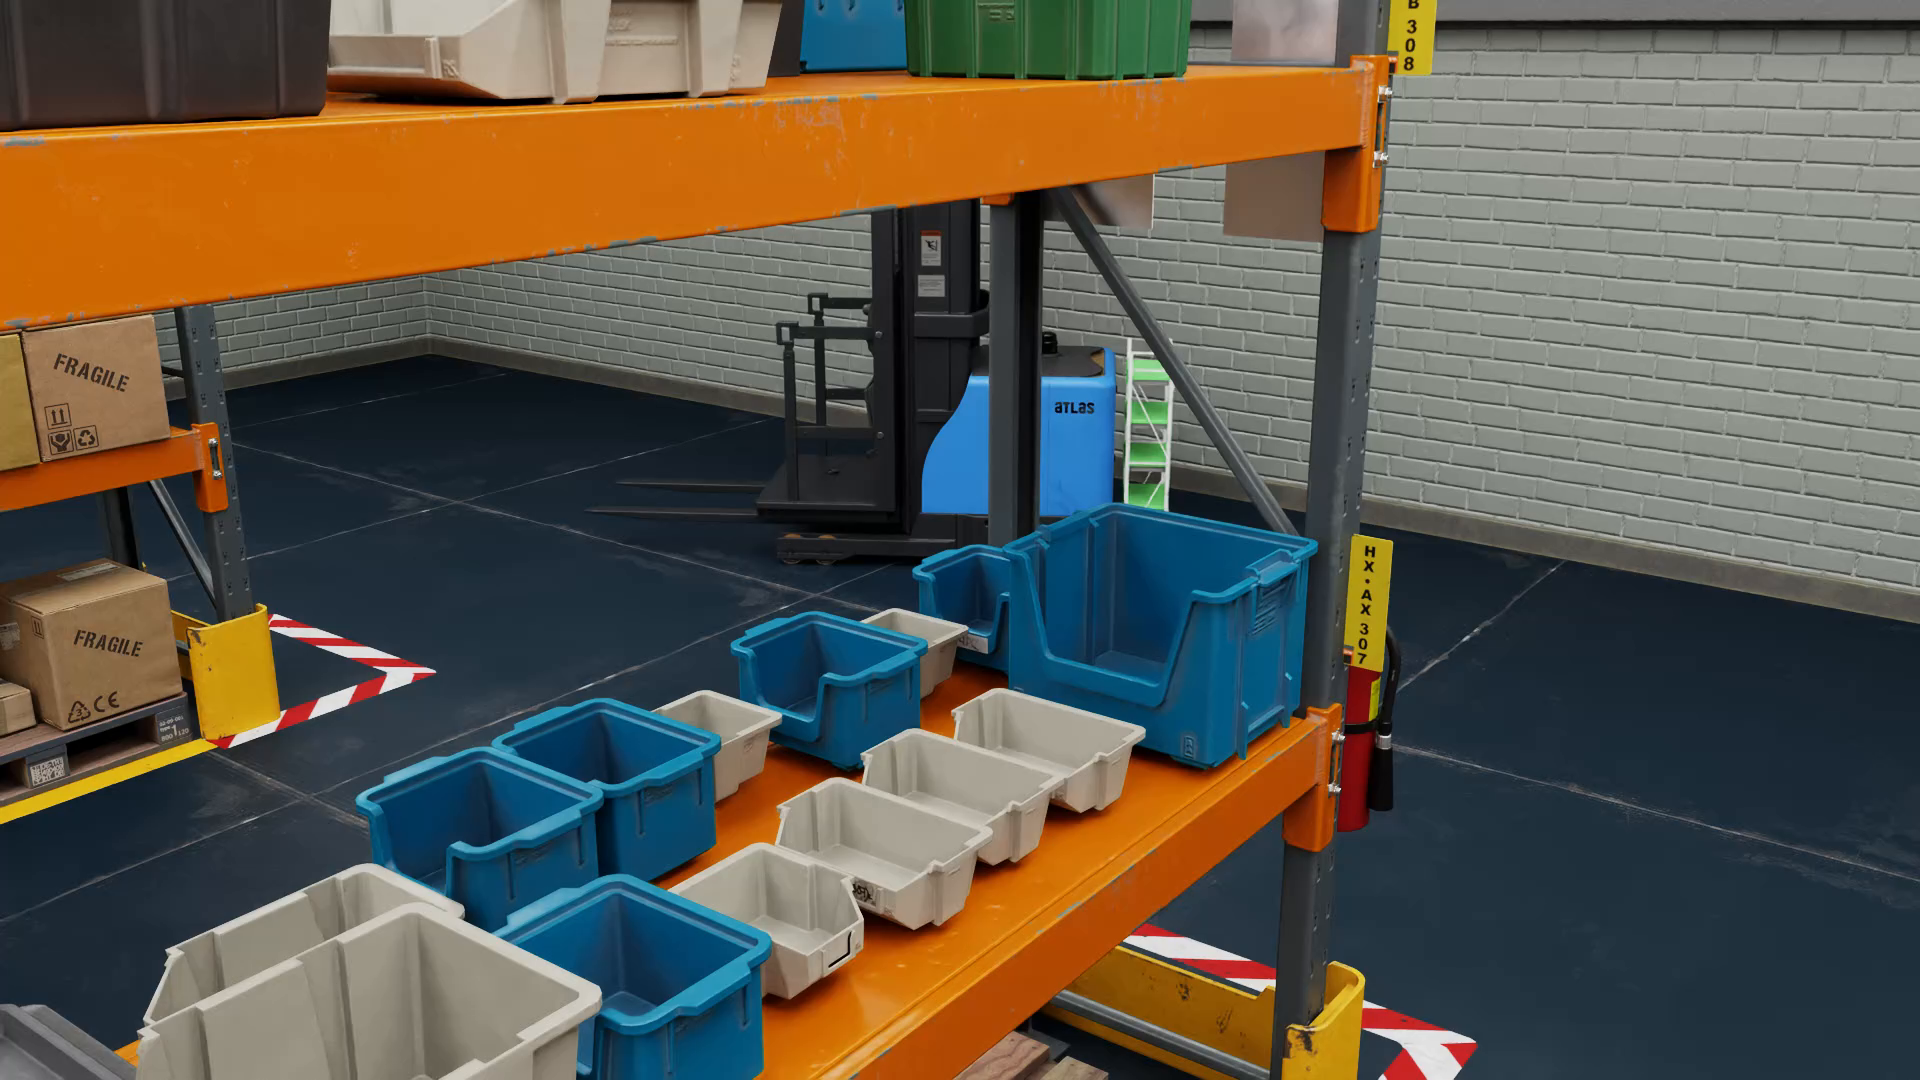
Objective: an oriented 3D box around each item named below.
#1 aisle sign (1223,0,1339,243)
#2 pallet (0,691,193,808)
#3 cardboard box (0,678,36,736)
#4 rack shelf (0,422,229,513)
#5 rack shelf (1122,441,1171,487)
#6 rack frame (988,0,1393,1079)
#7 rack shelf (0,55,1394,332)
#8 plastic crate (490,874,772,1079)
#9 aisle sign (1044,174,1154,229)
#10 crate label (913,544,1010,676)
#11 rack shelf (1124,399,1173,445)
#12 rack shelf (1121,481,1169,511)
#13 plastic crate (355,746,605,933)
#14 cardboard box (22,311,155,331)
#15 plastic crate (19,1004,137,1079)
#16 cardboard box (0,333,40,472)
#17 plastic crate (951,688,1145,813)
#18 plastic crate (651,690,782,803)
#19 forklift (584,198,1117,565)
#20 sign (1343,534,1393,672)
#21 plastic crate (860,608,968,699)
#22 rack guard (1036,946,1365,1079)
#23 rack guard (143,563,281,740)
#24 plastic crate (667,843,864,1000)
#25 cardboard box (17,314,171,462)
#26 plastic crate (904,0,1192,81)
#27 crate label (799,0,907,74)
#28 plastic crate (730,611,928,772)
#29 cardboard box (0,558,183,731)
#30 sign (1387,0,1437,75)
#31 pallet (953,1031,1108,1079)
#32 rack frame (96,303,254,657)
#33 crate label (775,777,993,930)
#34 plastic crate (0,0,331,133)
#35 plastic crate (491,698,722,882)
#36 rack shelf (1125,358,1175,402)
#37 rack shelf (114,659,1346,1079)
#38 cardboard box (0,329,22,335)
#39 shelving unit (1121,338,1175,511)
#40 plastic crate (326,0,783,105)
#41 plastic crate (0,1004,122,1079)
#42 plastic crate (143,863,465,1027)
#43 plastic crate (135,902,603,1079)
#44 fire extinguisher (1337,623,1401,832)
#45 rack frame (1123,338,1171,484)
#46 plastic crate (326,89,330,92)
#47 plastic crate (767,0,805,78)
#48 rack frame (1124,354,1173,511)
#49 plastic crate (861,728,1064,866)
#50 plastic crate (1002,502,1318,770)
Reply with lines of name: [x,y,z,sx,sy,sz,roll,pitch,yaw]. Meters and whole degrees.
aisle sign: [0.789,-1.072,3.756,0.394,0.787,0.004,12,21,35]
pallet: [-3.984,0.798,6.818,1.003,0.211,1.213,12,21,35]
cardboard box: [-3.905,0.655,6.613,0.380,0.166,0.250,12,21,35]
rack shelf: [-4.657,0.078,5.647,1.077,0.370,4.000,12,21,35]
rack shelf: [1.040,-0.425,9.301,0.258,0.148,0.480,2,17,4]
rack frame: [0.511,0.134,4.253,1.000,3.000,0.127,12,21,35]
rack shelf: [-0.681,-0.478,2.381,1.077,0.370,4.000,12,21,35]
plastic crate: [-0.507,0.720,2.548,0.416,0.233,0.300,12,21,35]
aisle sign: [0.315,-1.177,4.092,0.394,0.787,0.004,12,21,35]
crate label: [0.099,0.186,4.267,0.416,0.233,0.303,12,21,35]
rack shelf: [1.041,-0.654,9.230,0.258,0.148,0.480,2,17,4]
rack shelf: [1.039,-0.196,9.373,0.258,0.148,0.480,2,17,4]
plastic crate: [-0.864,0.571,3.027,0.416,0.233,0.300,12,21,35]
cardboard box: [-3.509,-1.112,6.414,0.500,0.500,0.500,12,21,34]
plastic crate: [-1.421,0.876,2.228,0.437,0.125,0.590,12,21,35]
cardboard box: [-3.819,-0.511,6.161,0.500,0.500,0.500,13,21,35]
plastic crate: [0.170,0.458,3.555,0.396,0.136,0.243,12,21,35]
plastic crate: [-0.562,0.456,3.562,0.250,0.136,0.298,12,21,35]
forklift: [-0.620,-1.415,9.359,3.031,2.935,1.130,1,17,5]
sign: [0.962,0.150,3.928,0.100,0.325,0.005,12,21,35]
plastic crate: [-0.158,0.294,4.082,0.250,0.136,0.298,12,21,35]
rack guard: [0.515,1.320,4.650,1.175,0.500,0.348,12,21,35]
rack guard: [-3.510,0.470,7.387,1.175,0.500,0.348,12,21,35]
plastic crate: [-0.322,0.669,2.876,0.298,0.136,0.250,12,21,35]
cardboard box: [-3.513,-0.635,6.561,0.500,0.500,0.500,13,22,36]
plastic crate: [0.153,-0.912,2.921,0.450,0.188,0.336,12,21,35]
crate label: [-0.298,-1.064,3.306,0.408,0.251,0.502,12,21,35]
plastic crate: [-0.293,0.343,3.762,0.416,0.233,0.300,12,21,35]
cardboard box: [-3.591,0.415,6.823,0.500,0.500,0.500,12,21,35]
sign: [0.962,-1.155,3.523,0.100,0.325,0.005,12,21,35]
pallet: [-0.012,1.656,4.056,1.003,0.211,1.213,12,21,35]
rack frame: [-3.465,-0.742,7.075,1.000,3.000,0.127,12,21,35]
crate label: [-0.160,0.595,3.113,0.396,0.136,0.243,12,21,35]
plastic crate: [-0.912,-0.530,1.556,0.497,0.269,0.590,12,21,35]
plastic crate: [-0.685,0.500,3.257,0.416,0.233,0.300,12,21,35]
rack shelf: [1.043,-0.883,9.159,0.258,0.148,0.480,2,17,4]
rack shelf: [-0.681,0.954,2.826,1.077,0.370,4.000,12,21,35]
cardboard box: [-3.810,-0.992,6.026,0.500,0.500,0.500,13,22,36]
shelving unit: [1.040,-0.486,9.282,0.258,1.200,0.503,2,17,4]
plastic crate: [-0.521,-0.636,2.121,0.437,0.136,0.530,12,21,35]
plastic crate: [-1.139,0.860,1.709,0.402,0.464,0.583,12,21,35]
plastic crate: [-1.076,0.717,2.722,0.293,0.136,0.466,12,21,35]
plastic crate: [-0.815,0.784,2.260,0.437,0.282,0.530,12,21,35]
fire extinguisher: [0.966,0.394,4.177,0.296,0.674,0.183,12,21,35]
rack frame: [1.060,-0.558,9.515,0.240,1.200,0.015,2,17,4]
plastic crate: [-1.057,-0.768,2.302,0.437,0.282,0.530,12,21,35]
plastic crate: [-0.620,-0.953,2.802,0.504,0.338,0.767,12,21,35]
rack frame: [1.021,-0.414,9.050,0.240,1.200,0.015,2,17,4]
plastic crate: [-0.014,0.524,3.341,0.396,0.136,0.243,12,21,35]
plastic crate: [0.461,0.202,3.876,0.616,0.435,0.499,12,21,35]
